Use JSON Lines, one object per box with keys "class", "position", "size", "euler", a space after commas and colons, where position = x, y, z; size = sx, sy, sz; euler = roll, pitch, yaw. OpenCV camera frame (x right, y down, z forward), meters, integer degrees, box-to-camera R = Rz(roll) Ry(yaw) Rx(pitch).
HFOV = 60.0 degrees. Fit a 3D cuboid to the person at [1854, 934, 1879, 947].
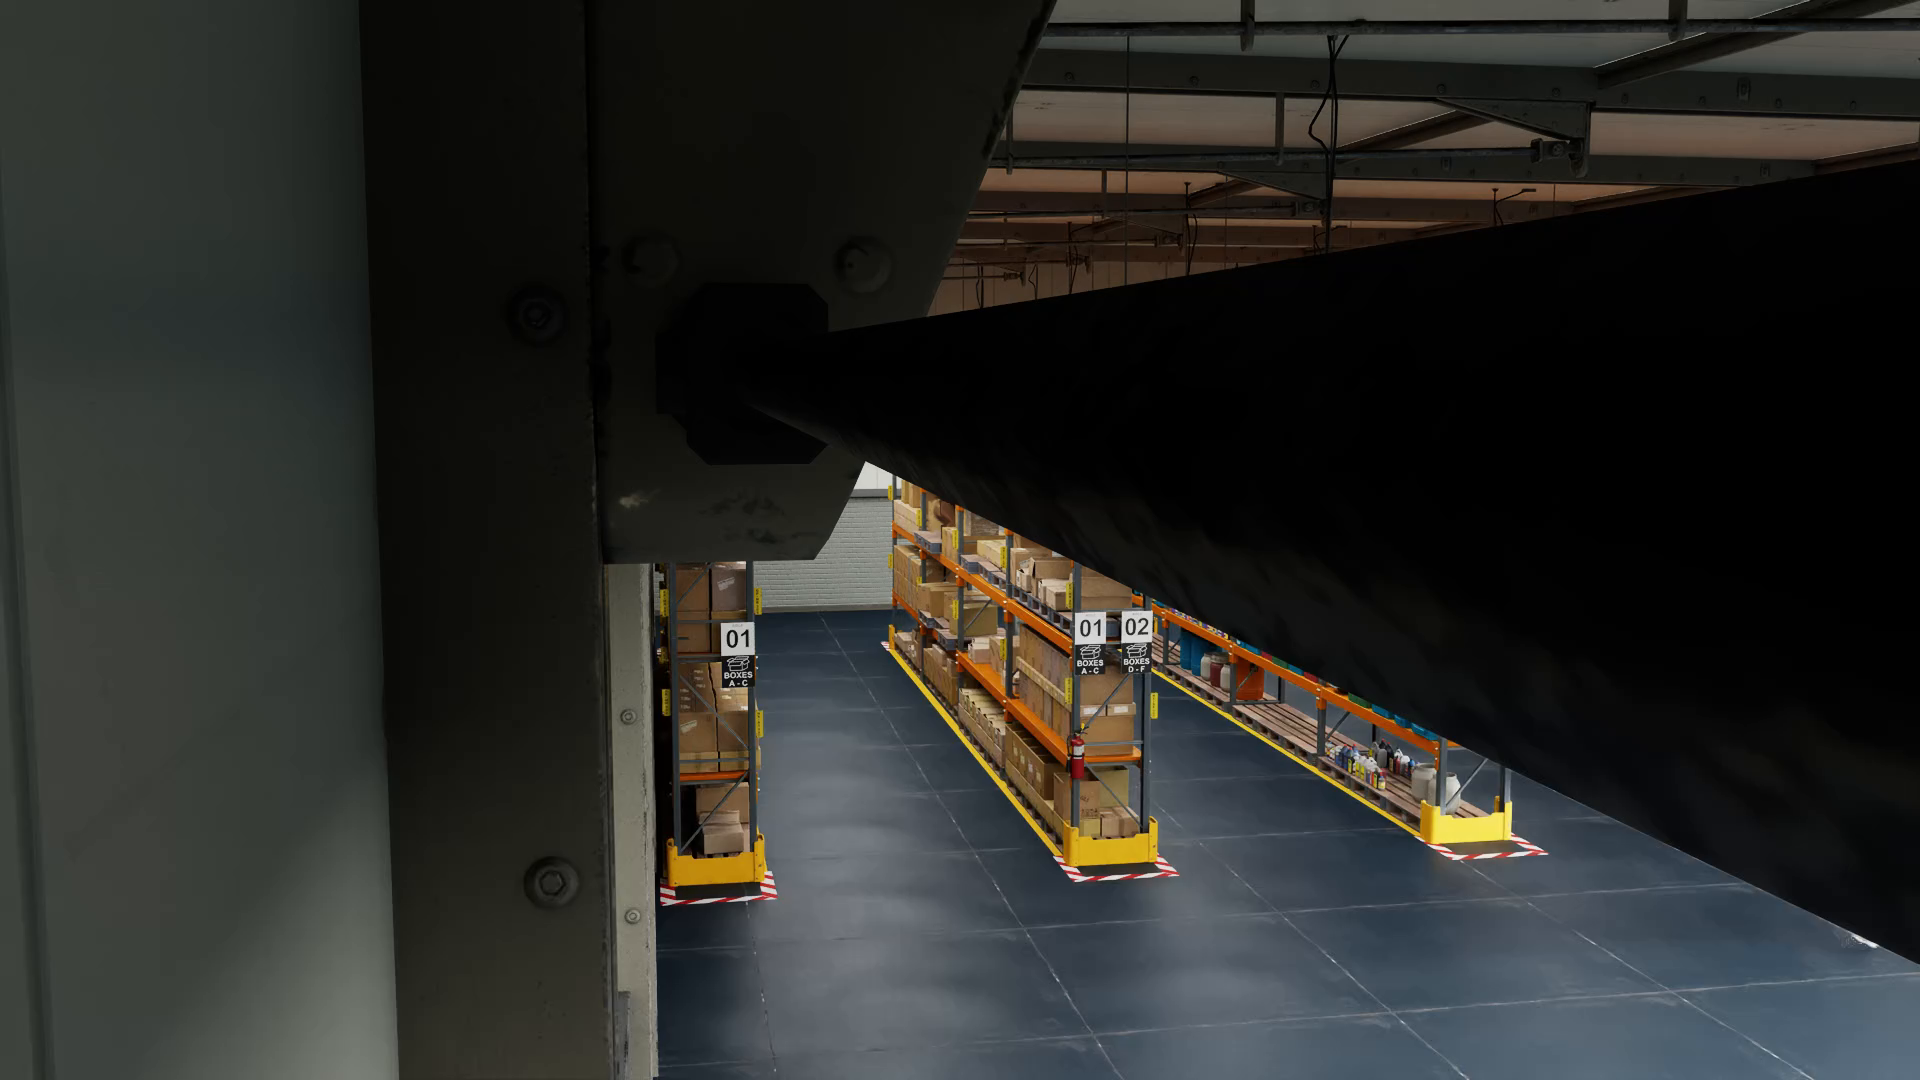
{"class": "person", "position": [10.016, 3.585, 17.756], "size": [0.825, 1.708, 0.511], "euler": [1, 6, 13]}
